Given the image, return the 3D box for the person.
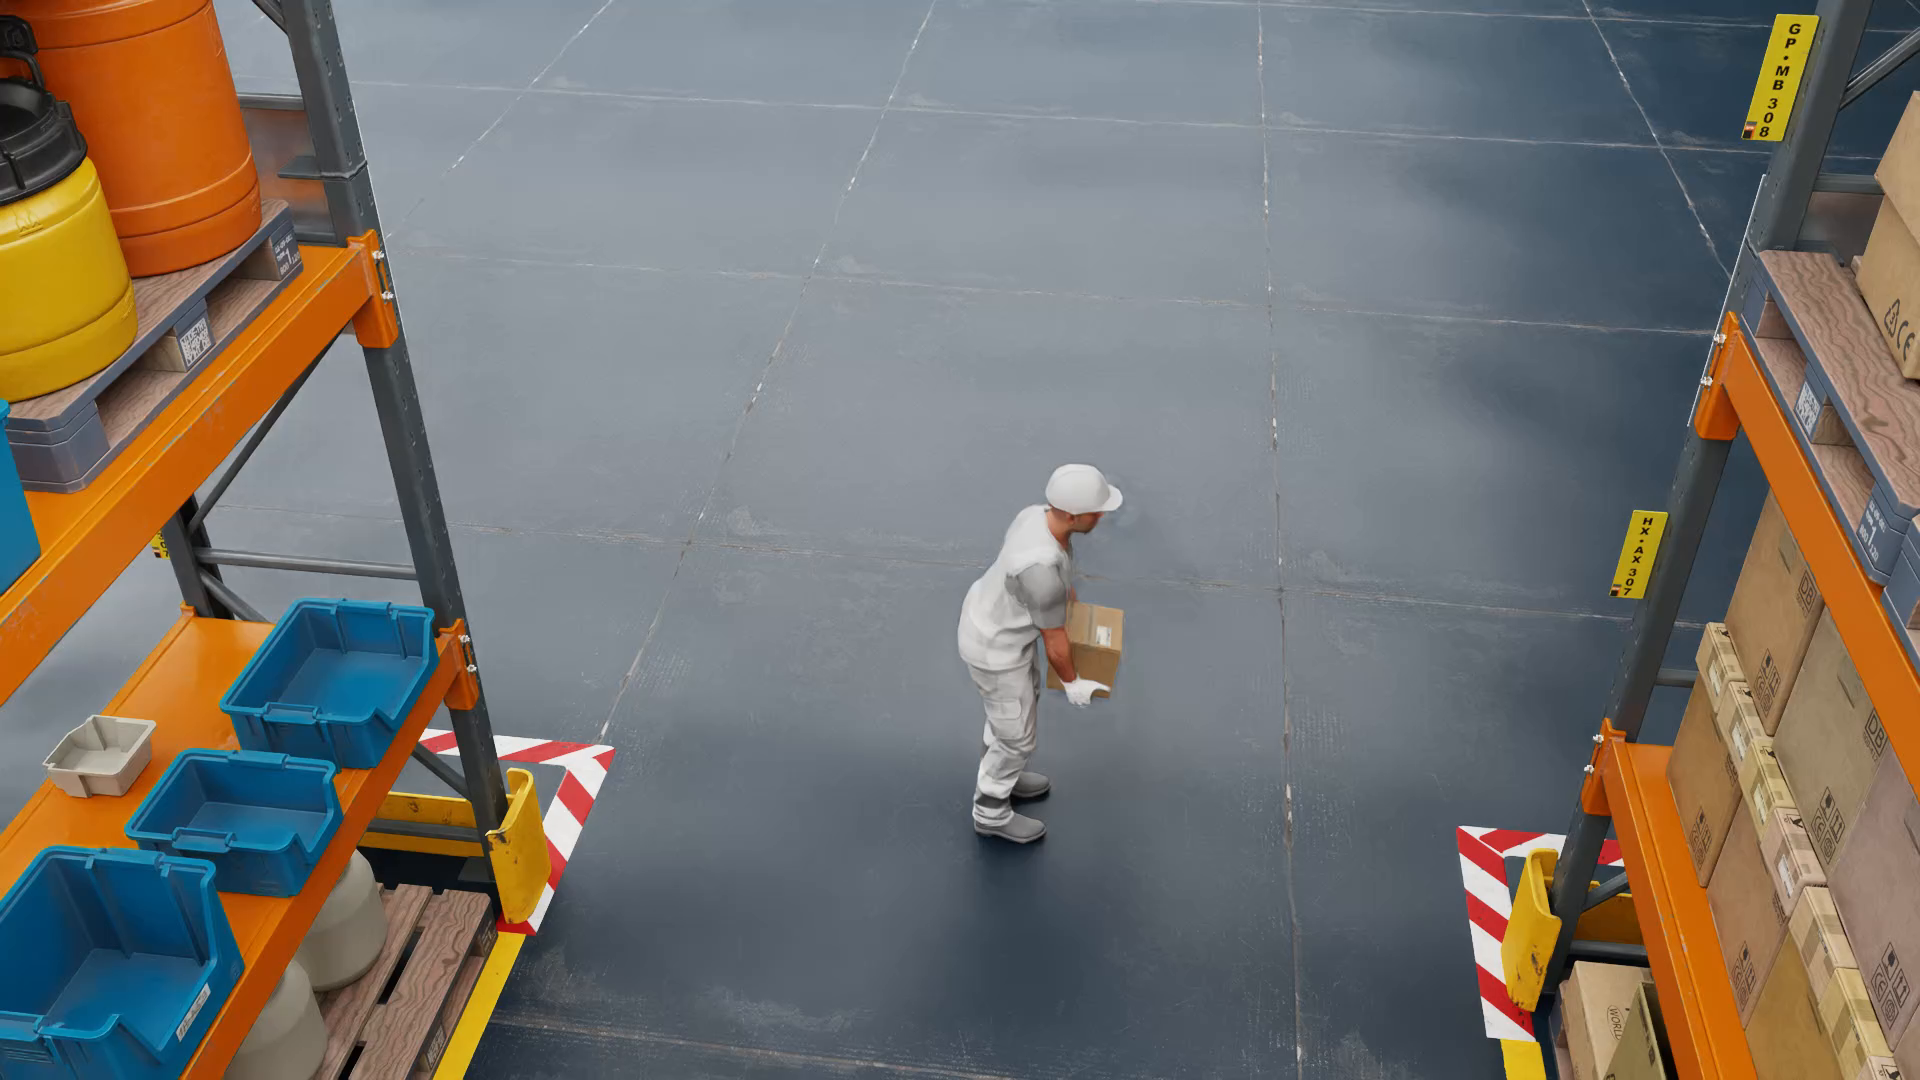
[{"bbox_3d":[0.291,0.413,6.470,0.587,1.763,0.488,4,36,5],"label":"person"}]
